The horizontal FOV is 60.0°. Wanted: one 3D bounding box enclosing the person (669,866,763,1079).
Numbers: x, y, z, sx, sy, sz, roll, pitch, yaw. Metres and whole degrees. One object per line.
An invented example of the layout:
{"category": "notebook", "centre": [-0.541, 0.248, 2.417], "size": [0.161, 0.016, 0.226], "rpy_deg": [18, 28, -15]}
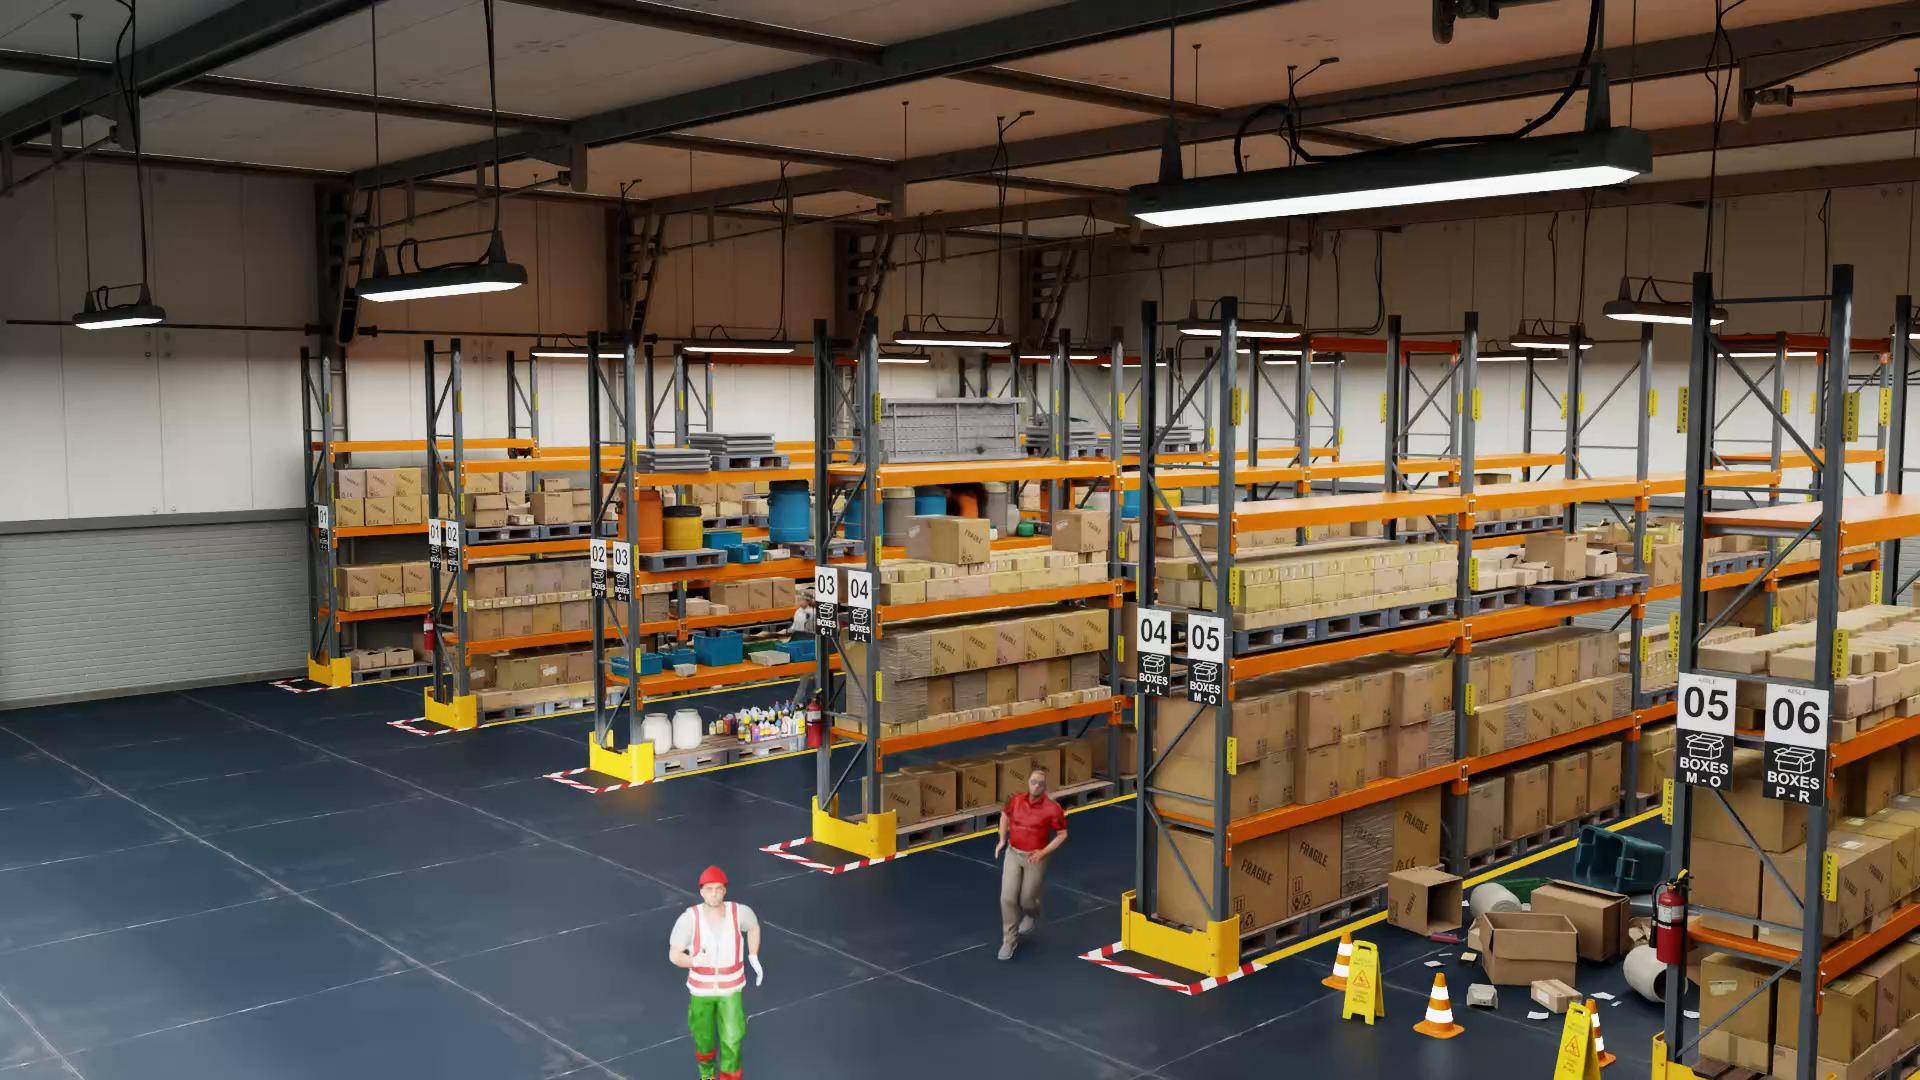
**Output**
{"category": "person", "centre": [-1.728, 3.217, 11.817], "size": [0.653, 1.828, 0.869], "rpy_deg": [-1, 5, -7]}

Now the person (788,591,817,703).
{"category": "person", "centre": [-2.453, 1.687, 26.691], "size": [0.740, 1.761, 0.596], "rpy_deg": [-5, 7, -43]}

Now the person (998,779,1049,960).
{"category": "person", "centre": [0.633, 3.009, 15.460], "size": [0.417, 1.649, 0.762], "rpy_deg": [2, 5, 21]}
